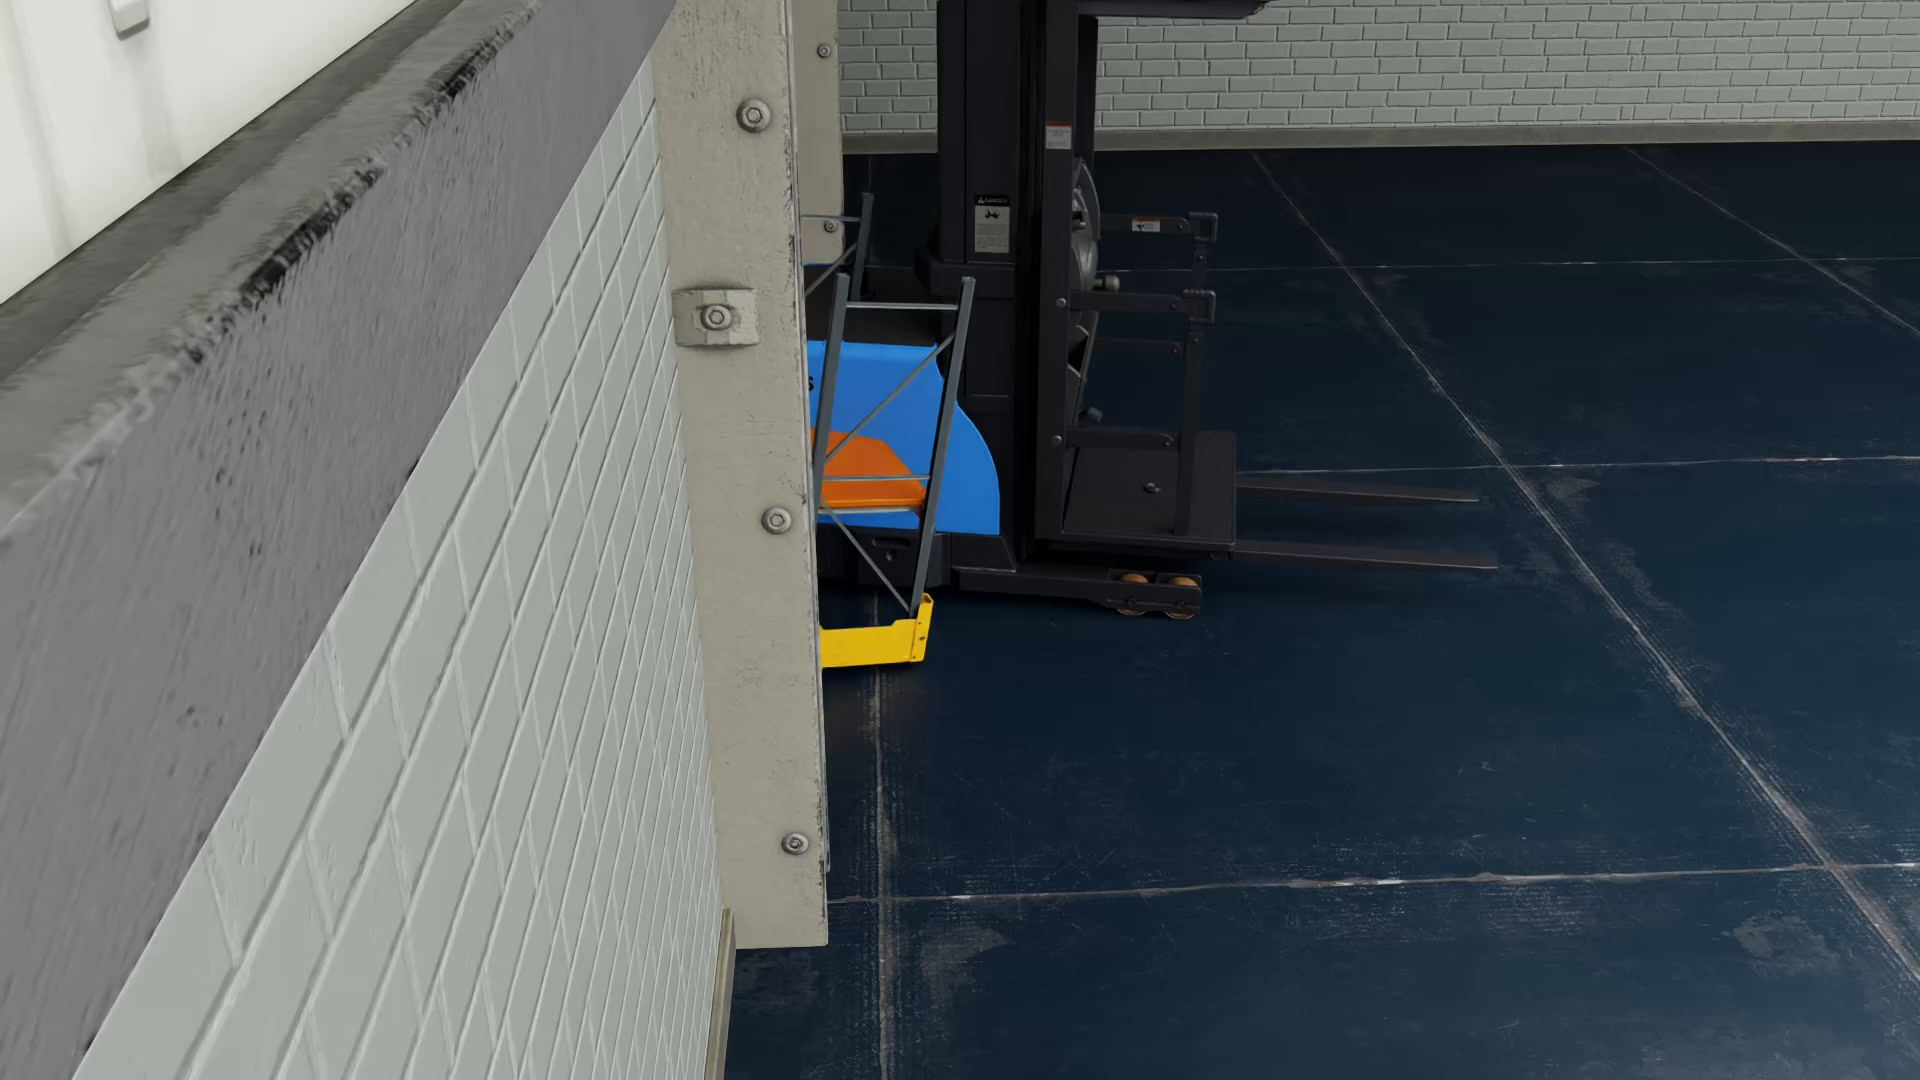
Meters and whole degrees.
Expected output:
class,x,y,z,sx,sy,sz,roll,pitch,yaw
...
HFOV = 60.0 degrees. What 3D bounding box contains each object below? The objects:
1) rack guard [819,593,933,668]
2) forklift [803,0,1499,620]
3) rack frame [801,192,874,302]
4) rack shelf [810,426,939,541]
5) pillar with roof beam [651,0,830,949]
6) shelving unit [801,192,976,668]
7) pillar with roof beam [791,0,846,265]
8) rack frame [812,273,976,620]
class,x,y,z,sx,sy,sz,roll,pitch,yaw
rack guard,-0.396,0.339,6.171,0.587,0.250,0.087,-2,28,-24
forklift,0.676,-1.245,6.468,3.031,2.935,1.130,4,28,7
rack frame,-0.687,-0.677,6.723,0.500,1.500,0.032,-2,28,-24
rack shelf,-0.520,-0.287,6.390,0.538,0.185,1.000,-2,28,-24
pillar with roof beam,3.741,-2.977,3.227,9.100,9.000,0.400,-1,28,-3
shelving unit,-0.488,-0.443,6.306,0.587,1.500,1.083,-2,28,-24
pillar with roof beam,3.428,-5.748,8.540,9.100,9.000,0.400,-1,28,-3
rack frame,-0.297,-0.217,5.904,0.500,1.500,0.032,-2,28,-24
